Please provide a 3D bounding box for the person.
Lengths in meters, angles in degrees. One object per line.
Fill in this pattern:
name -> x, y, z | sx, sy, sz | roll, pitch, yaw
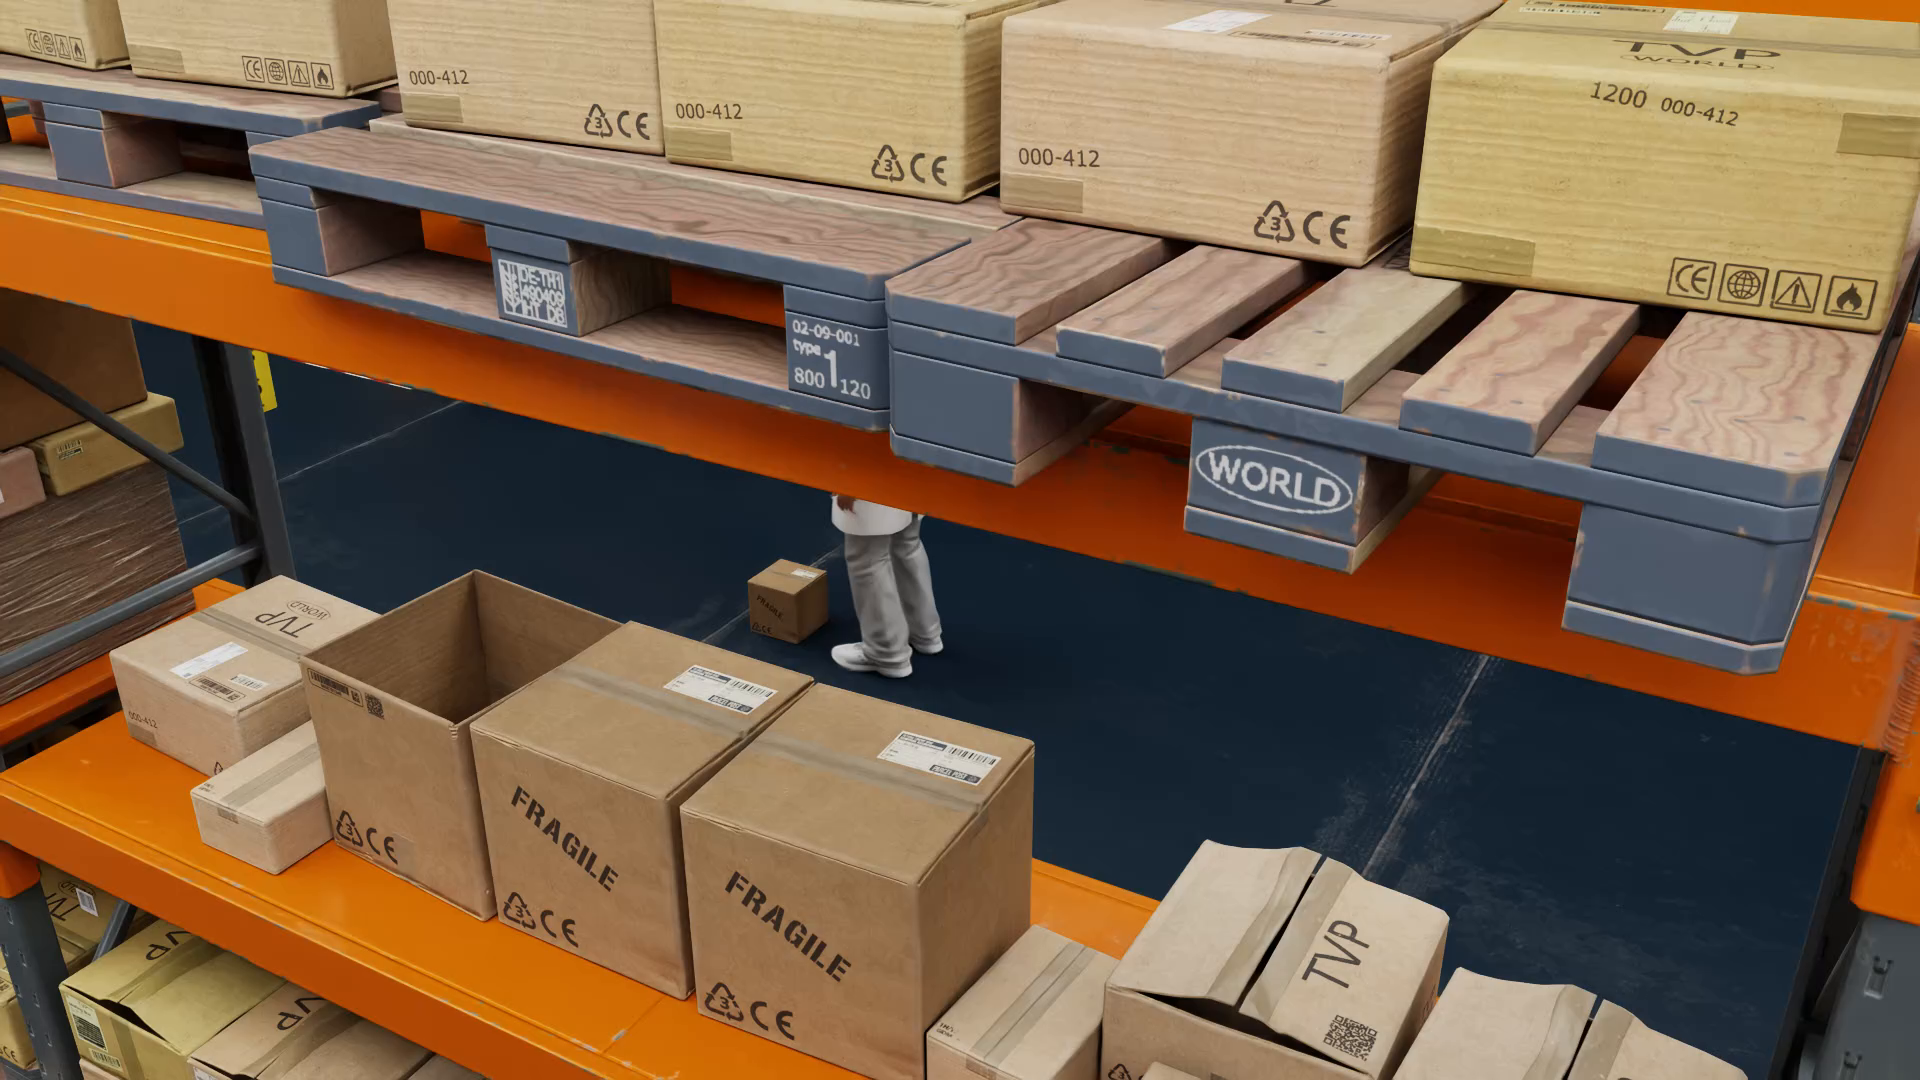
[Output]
person -> -0.317, -0.294, 6.735 | 0.382, 1.775, 0.562 | 15, 30, 27
